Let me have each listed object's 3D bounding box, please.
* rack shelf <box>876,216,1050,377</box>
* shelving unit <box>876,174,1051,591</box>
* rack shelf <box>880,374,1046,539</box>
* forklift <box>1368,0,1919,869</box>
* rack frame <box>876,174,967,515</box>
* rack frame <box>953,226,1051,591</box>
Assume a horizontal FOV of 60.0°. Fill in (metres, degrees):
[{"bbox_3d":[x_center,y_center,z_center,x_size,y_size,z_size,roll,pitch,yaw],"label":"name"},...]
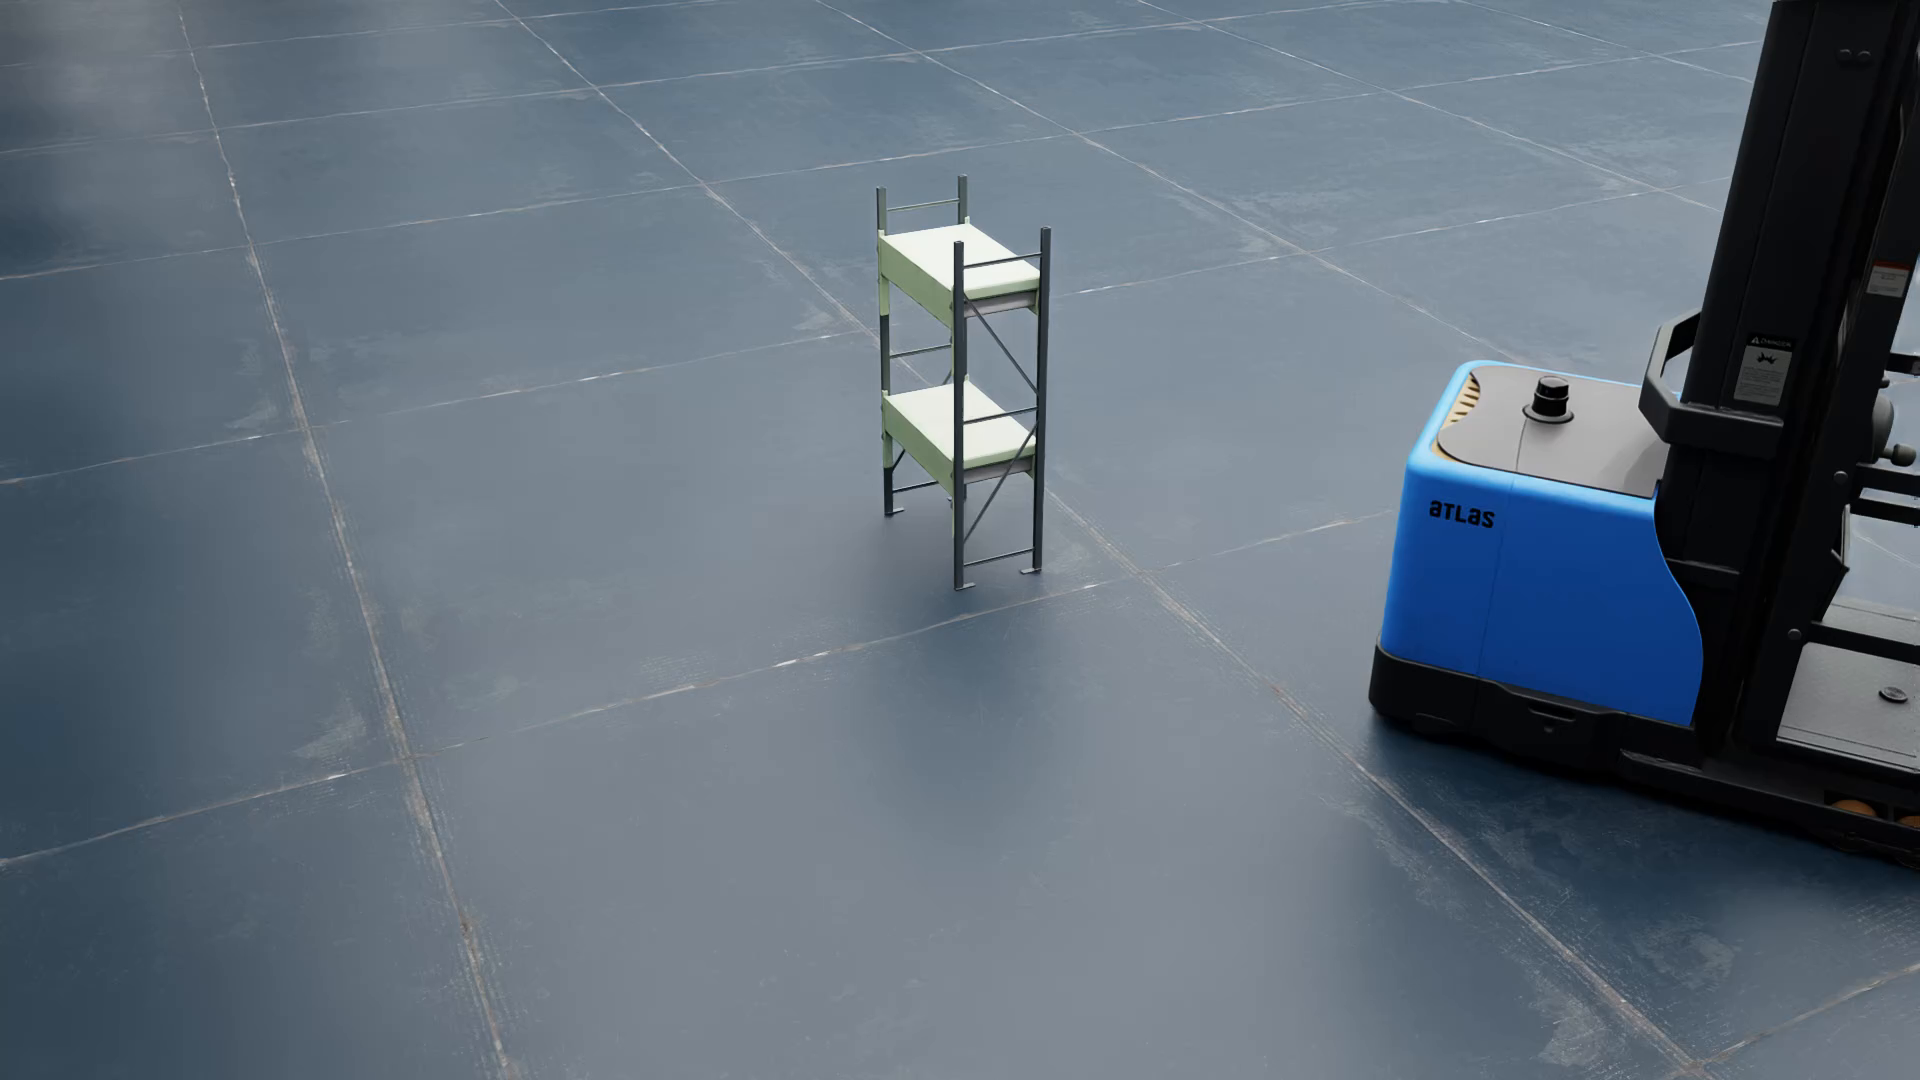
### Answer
[{"bbox_3d":[0.003,-0.992,6.687,0.431,0.370,0.720,-13,32,-22],"label":"rack shelf"},{"bbox_3d":[0.003,-0.651,6.878,0.431,1.500,0.755,-13,32,-22],"label":"shelving unit"},{"bbox_3d":[0.003,-0.367,7.037,0.431,0.370,0.720,-13,32,-22],"label":"rack shelf"},{"bbox_3d":[3.047,-0.516,5.174,3.031,2.935,1.130,13,32,22],"label":"forklift"},{"bbox_3d":[-0.154,-0.813,7.166,0.400,1.500,0.023,-13,32,-22],"label":"rack frame"},{"bbox_3d":[0.160,-0.490,6.590,0.400,1.500,0.023,-13,32,-22],"label":"rack frame"}]
